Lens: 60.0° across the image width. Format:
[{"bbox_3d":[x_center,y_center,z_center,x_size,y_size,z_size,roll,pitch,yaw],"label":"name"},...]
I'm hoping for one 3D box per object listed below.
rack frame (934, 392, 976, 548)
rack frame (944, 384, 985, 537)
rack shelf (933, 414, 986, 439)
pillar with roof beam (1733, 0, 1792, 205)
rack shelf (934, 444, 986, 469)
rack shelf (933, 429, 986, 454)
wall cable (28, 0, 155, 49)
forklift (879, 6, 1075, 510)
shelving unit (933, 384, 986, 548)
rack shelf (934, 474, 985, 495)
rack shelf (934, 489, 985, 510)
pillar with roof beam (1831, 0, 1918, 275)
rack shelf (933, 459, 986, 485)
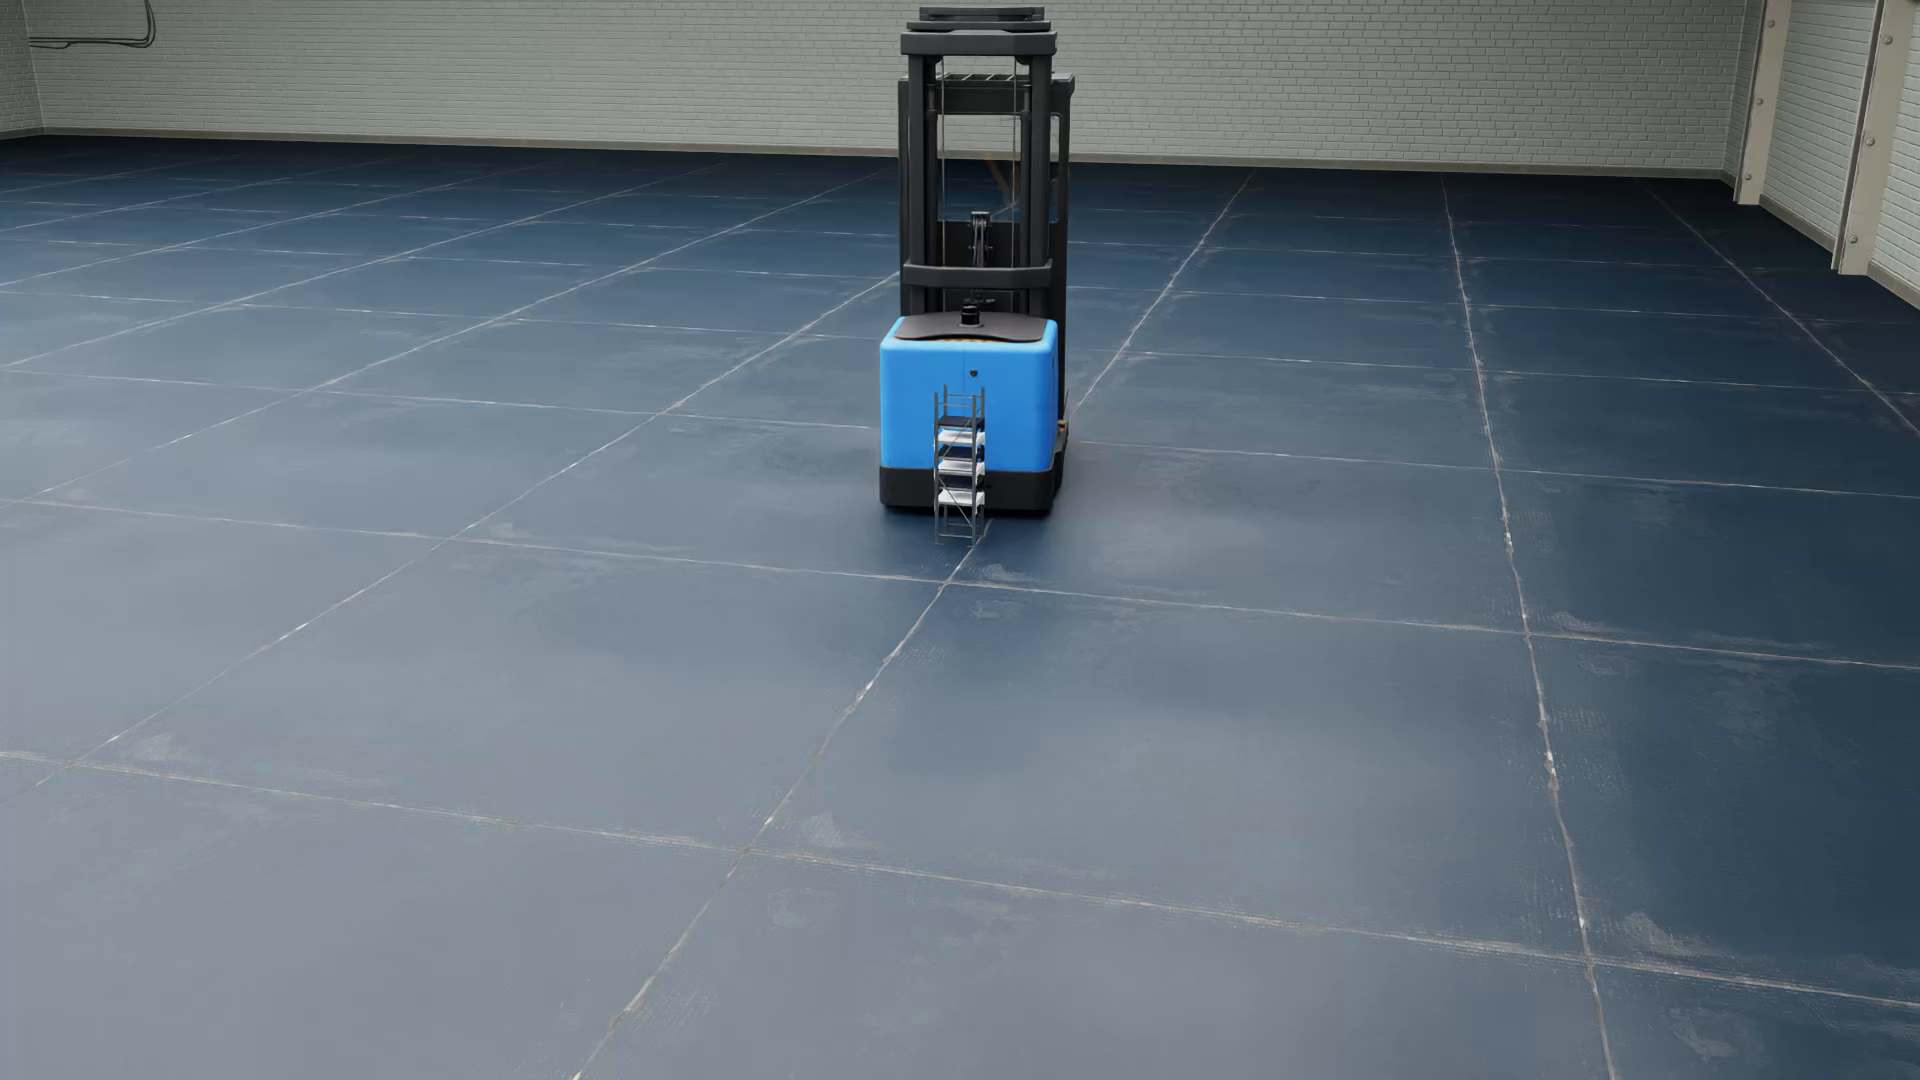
[{"bbox_3d":[-0.027,-0.391,9.441,0.240,0.900,0.006,5,19,13],"label":"rack frame"},{"bbox_3d":[0.023,-0.455,9.628,0.240,0.900,0.006,5,19,13],"label":"rack frame"},{"bbox_3d":[-0.002,-0.647,9.458,0.258,0.077,0.200,5,19,13],"label":"rack shelf"},{"bbox_3d":[7.118,-9.440,23.403,9.100,9.000,0.400,5,19,13],"label":"pillar with roof beam"},{"bbox_3d":[-0.002,-0.477,9.516,0.258,0.077,0.200,5,19,13],"label":"rack shelf"},{"bbox_3d":[-0.002,-0.562,9.487,0.258,0.077,0.200,5,19,13],"label":"rack shelf"},{"bbox_3d":[-17.251,-10.937,32.590,3.097,2.526,0.112,5,19,13],"label":"wall cable"},{"bbox_3d":[0.177,-1.998,11.001,1.130,2.935,3.031,2,19,6],"label":"forklift"},{"bbox_3d":[-0.002,-0.423,9.535,0.258,0.900,0.210,5,19,13],"label":"shelving unit"},{"bbox_3d":[-0.002,-0.307,9.575,0.258,0.077,0.200,5,19,13],"label":"rack shelf"},{"bbox_3d":[-0.002,-0.221,9.604,0.258,0.077,0.200,5,19,13],"label":"rack shelf"},{"bbox_3d":[5.652,-7.559,17.897,9.100,9.000,0.400,5,19,13],"label":"pillar with roof beam"},{"bbox_3d":[-0.002,-0.392,9.545,0.258,0.077,0.200,5,19,13],"label":"rack shelf"}]
